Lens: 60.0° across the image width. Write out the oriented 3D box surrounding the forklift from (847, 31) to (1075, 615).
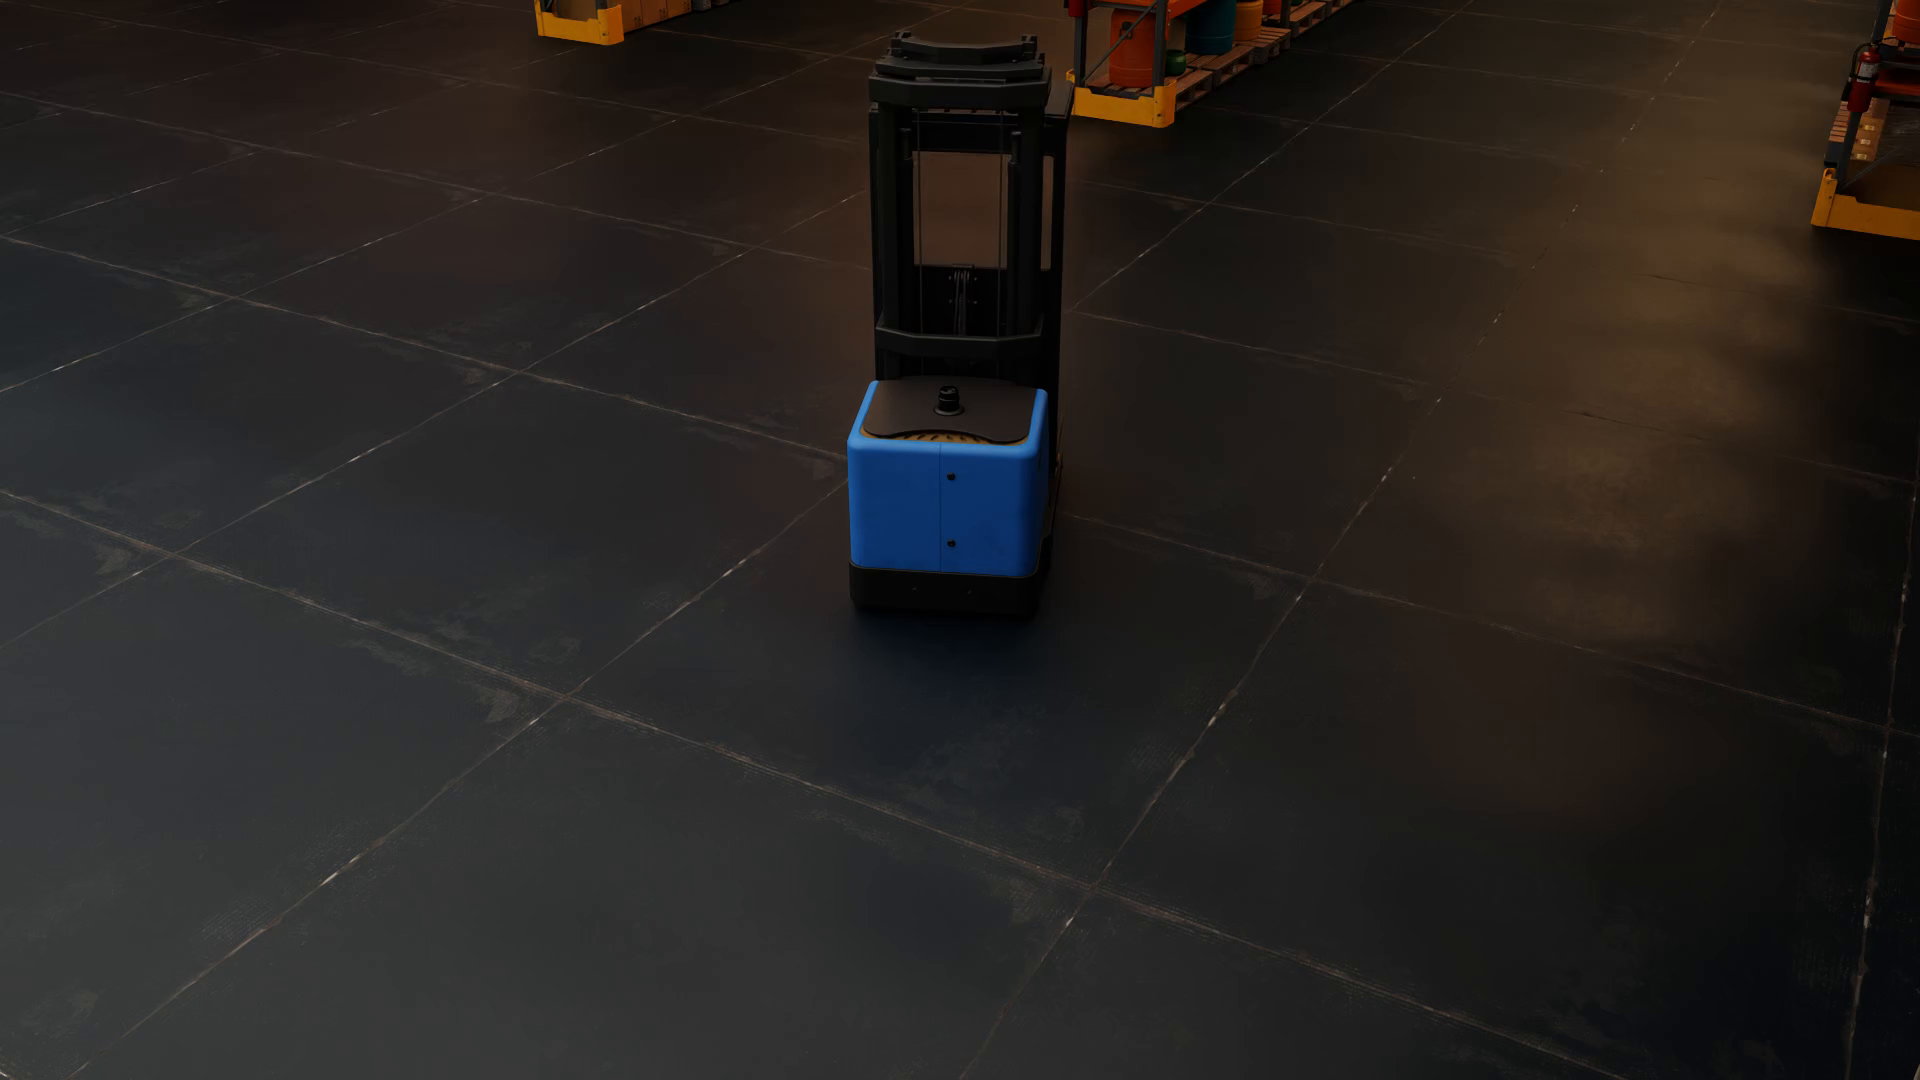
[{"bbox_3d":[0.072,-1.572,9.794,1.130,2.935,3.031,3,30,6],"label":"forklift"}]
